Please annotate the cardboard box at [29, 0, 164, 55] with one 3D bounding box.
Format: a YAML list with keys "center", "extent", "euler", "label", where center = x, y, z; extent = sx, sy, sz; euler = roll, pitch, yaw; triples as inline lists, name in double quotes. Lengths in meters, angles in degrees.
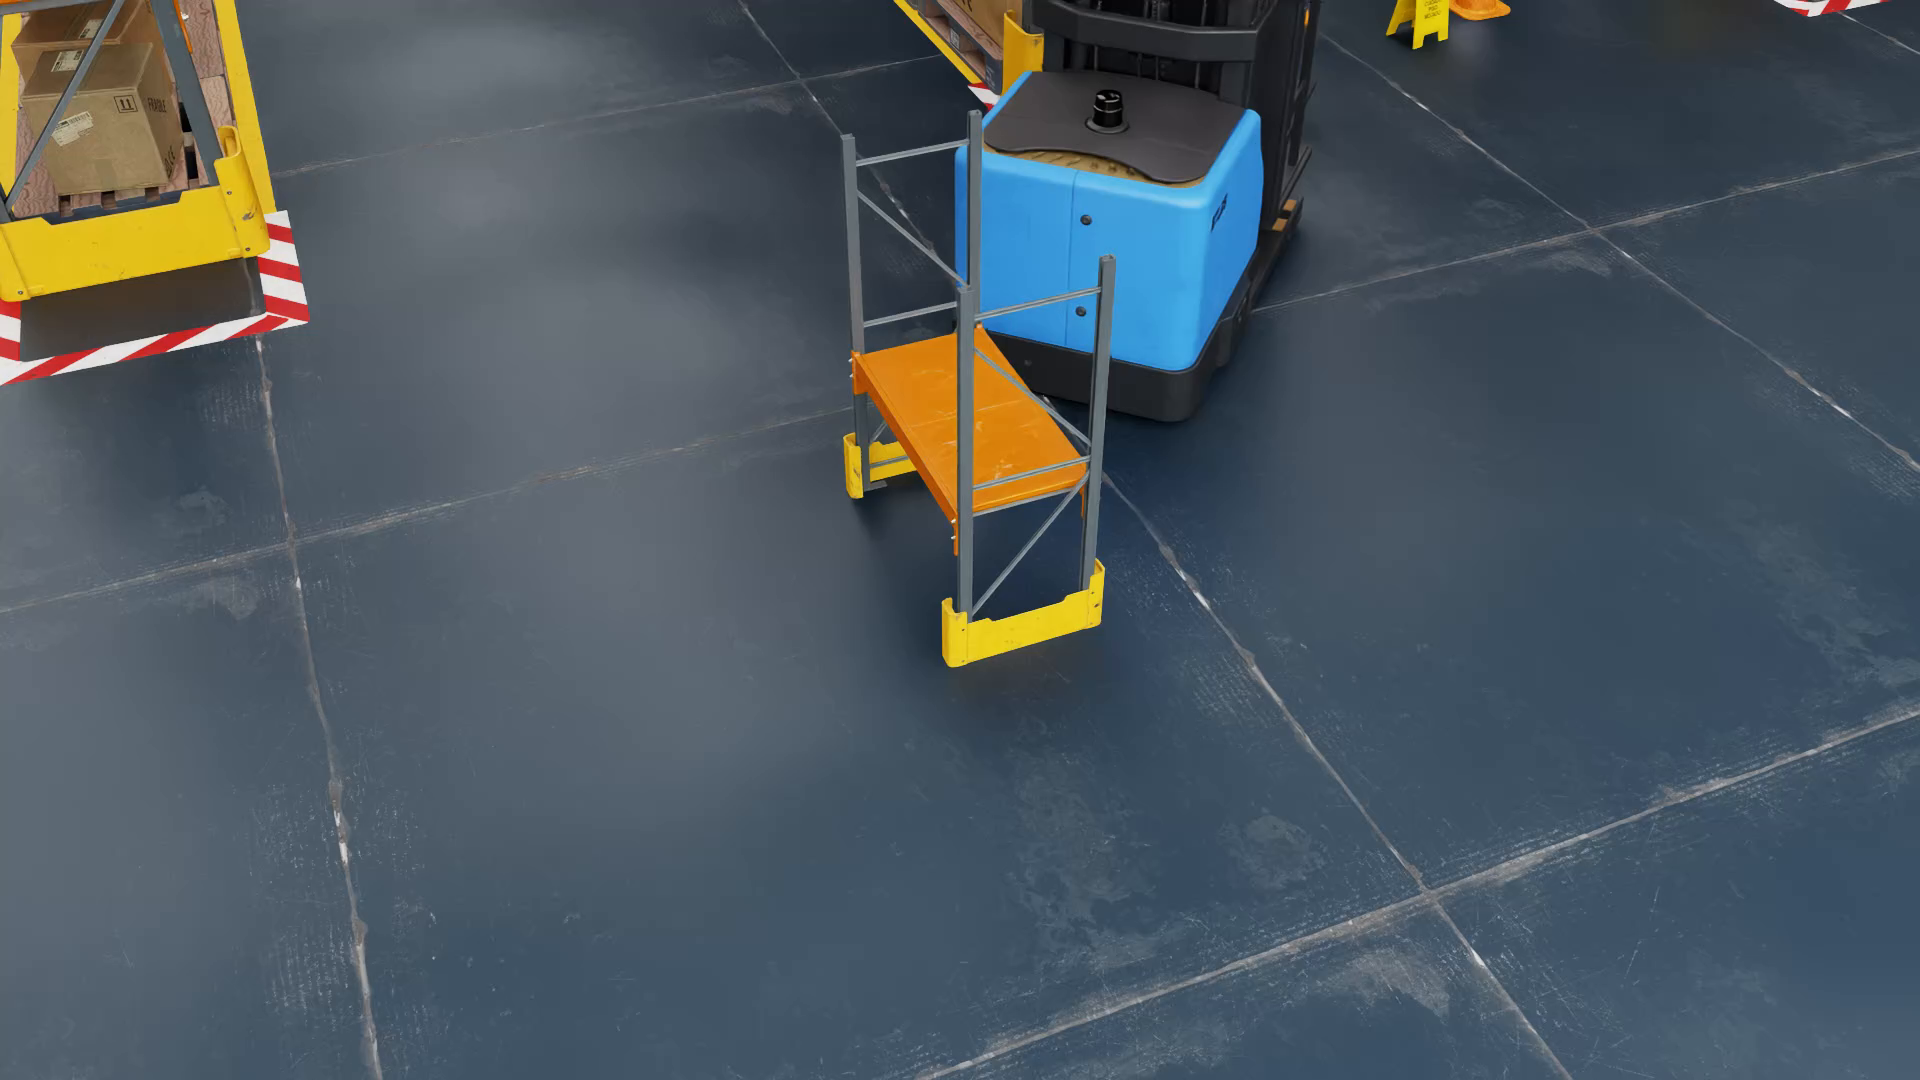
- center: [-4.521, -2.726, 8.715]
  extent: [0.500, 0.500, 0.500]
  euler: [-11, 42, -13]
  label: "cardboard box"

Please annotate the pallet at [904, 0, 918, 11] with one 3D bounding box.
- center: [-0.035, -3.716, 10.409]
  extent: [1.003, 0.211, 1.213]
  euler: [-15, 43, -17]
  label: "pallet"

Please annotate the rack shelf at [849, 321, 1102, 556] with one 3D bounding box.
- center: [0.033, -0.381, 5.819]
  extent: [0.538, 0.185, 1.000]
  euler: [-15, 43, -17]
  label: "rack shelf"

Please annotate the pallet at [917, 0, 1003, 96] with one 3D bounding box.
- center: [0.428, -2.982, 9.556]
  extent: [1.003, 0.211, 1.213]
  euler: [-15, 43, -17]
  label: "pallet"

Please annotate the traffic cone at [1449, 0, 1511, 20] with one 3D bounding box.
- center: [3.089, -3.367, 9.810]
  extent: [0.336, 0.463, 0.334]
  euler: [-15, 43, -17]
  label: "traffic cone"

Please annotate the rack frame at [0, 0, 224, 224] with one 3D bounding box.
- center: [-3.815, -2.401, 6.741]
  extent: [1.000, 3.000, 0.127]
  euler: [-15, 43, -17]
  label: "rack frame"

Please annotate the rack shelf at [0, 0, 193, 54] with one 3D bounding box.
- center: [-4.580, -3.333, 8.377]
  extent: [1.077, 0.370, 4.000]
  euler: [-15, 43, -17]
  label: "rack shelf"

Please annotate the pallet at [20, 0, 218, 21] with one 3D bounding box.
- center: [-5.056, -3.357, 9.992]
  extent: [1.003, 0.211, 1.213]
  euler: [-15, 43, -17]
  label: "pallet"

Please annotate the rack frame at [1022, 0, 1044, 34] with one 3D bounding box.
- center: [0.806, -3.577, 8.110]
  extent: [1.000, 3.000, 0.127]
  euler: [-15, 43, -17]
  label: "rack frame"

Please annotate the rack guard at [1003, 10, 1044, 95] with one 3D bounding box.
- center: [0.815, -2.615, 8.908]
  extent: [1.175, 0.500, 0.348]
  euler: [-15, 43, -17]
  label: "rack guard"

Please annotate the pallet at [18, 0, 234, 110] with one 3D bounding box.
- center: [-4.585, -2.621, 9.136]
  extent: [1.003, 0.211, 1.213]
  euler: [-15, 43, -17]
  label: "pallet"

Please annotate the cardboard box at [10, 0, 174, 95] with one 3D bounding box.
- center: [-4.299, -2.344, 8.271]
  extent: [0.500, 0.500, 0.500]
  euler: [-5, 41, -6]
  label: "cardboard box"

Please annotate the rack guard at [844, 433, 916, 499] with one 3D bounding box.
- center: [-0.161, -0.349, 6.464]
  extent: [0.587, 0.250, 0.087]
  euler: [-15, 43, -17]
  label: "rack guard"

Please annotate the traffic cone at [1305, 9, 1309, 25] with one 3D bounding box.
- center: [1.915, -3.290, 9.721]
  extent: [0.336, 0.463, 0.334]
  euler: [-15, 43, -17]
  label: "traffic cone"

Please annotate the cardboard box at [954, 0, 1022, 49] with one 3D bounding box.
- center: [0.486, -3.323, 9.121]
  extent: [0.875, 0.875, 0.875]
  euler: [-15, 43, -17]
  label: "cardboard box"

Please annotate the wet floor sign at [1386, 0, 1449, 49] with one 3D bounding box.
- center: [2.647, -3.161, 9.431]
  extent: [0.267, 0.644, 0.232]
  euler: [-23, 46, -24]
  label: "wet floor sign"

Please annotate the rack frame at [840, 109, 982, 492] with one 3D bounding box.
- center: [-0.162, -0.823, 6.057]
  extent: [0.500, 1.500, 0.032]
  euler: [-15, 43, -17]
  label: "rack frame"

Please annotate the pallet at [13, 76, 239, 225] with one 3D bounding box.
- center: [-4.122, -1.888, 8.283]
  extent: [1.003, 0.211, 1.213]
  euler: [-15, 43, -17]
  label: "pallet"

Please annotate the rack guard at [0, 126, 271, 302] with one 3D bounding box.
- center: [-3.844, -1.499, 7.610]
  extent: [1.175, 0.500, 0.348]
  euler: [-15, 43, -17]
  label: "rack guard"

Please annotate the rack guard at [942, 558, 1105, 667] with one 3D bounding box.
- center: [0.220, 0.251, 5.766]
  extent: [0.587, 0.250, 0.087]
  euler: [-15, 43, -17]
  label: "rack guard"

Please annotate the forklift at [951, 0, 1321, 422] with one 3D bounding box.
- center: [0.991, -2.553, 6.970]
  extent: [1.130, 2.935, 3.031]
  euler: [15, 43, 17]
  label: "forklift"

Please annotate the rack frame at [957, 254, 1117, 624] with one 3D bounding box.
- center: [0.227, -0.211, 5.345]
  extent: [0.500, 1.500, 0.032]
  euler: [-15, 43, -17]
  label: "rack frame"

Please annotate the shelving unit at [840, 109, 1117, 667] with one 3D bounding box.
- center: [0.029, -0.523, 5.708]
  extent: [0.587, 1.500, 1.083]
  euler: [-15, 43, -17]
  label: "shelving unit"

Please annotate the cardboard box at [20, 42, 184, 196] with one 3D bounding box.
- center: [-4.038, -1.993, 7.862]
  extent: [0.500, 0.500, 0.500]
  euler: [-8, 41, -9]
  label: "cardboard box"
